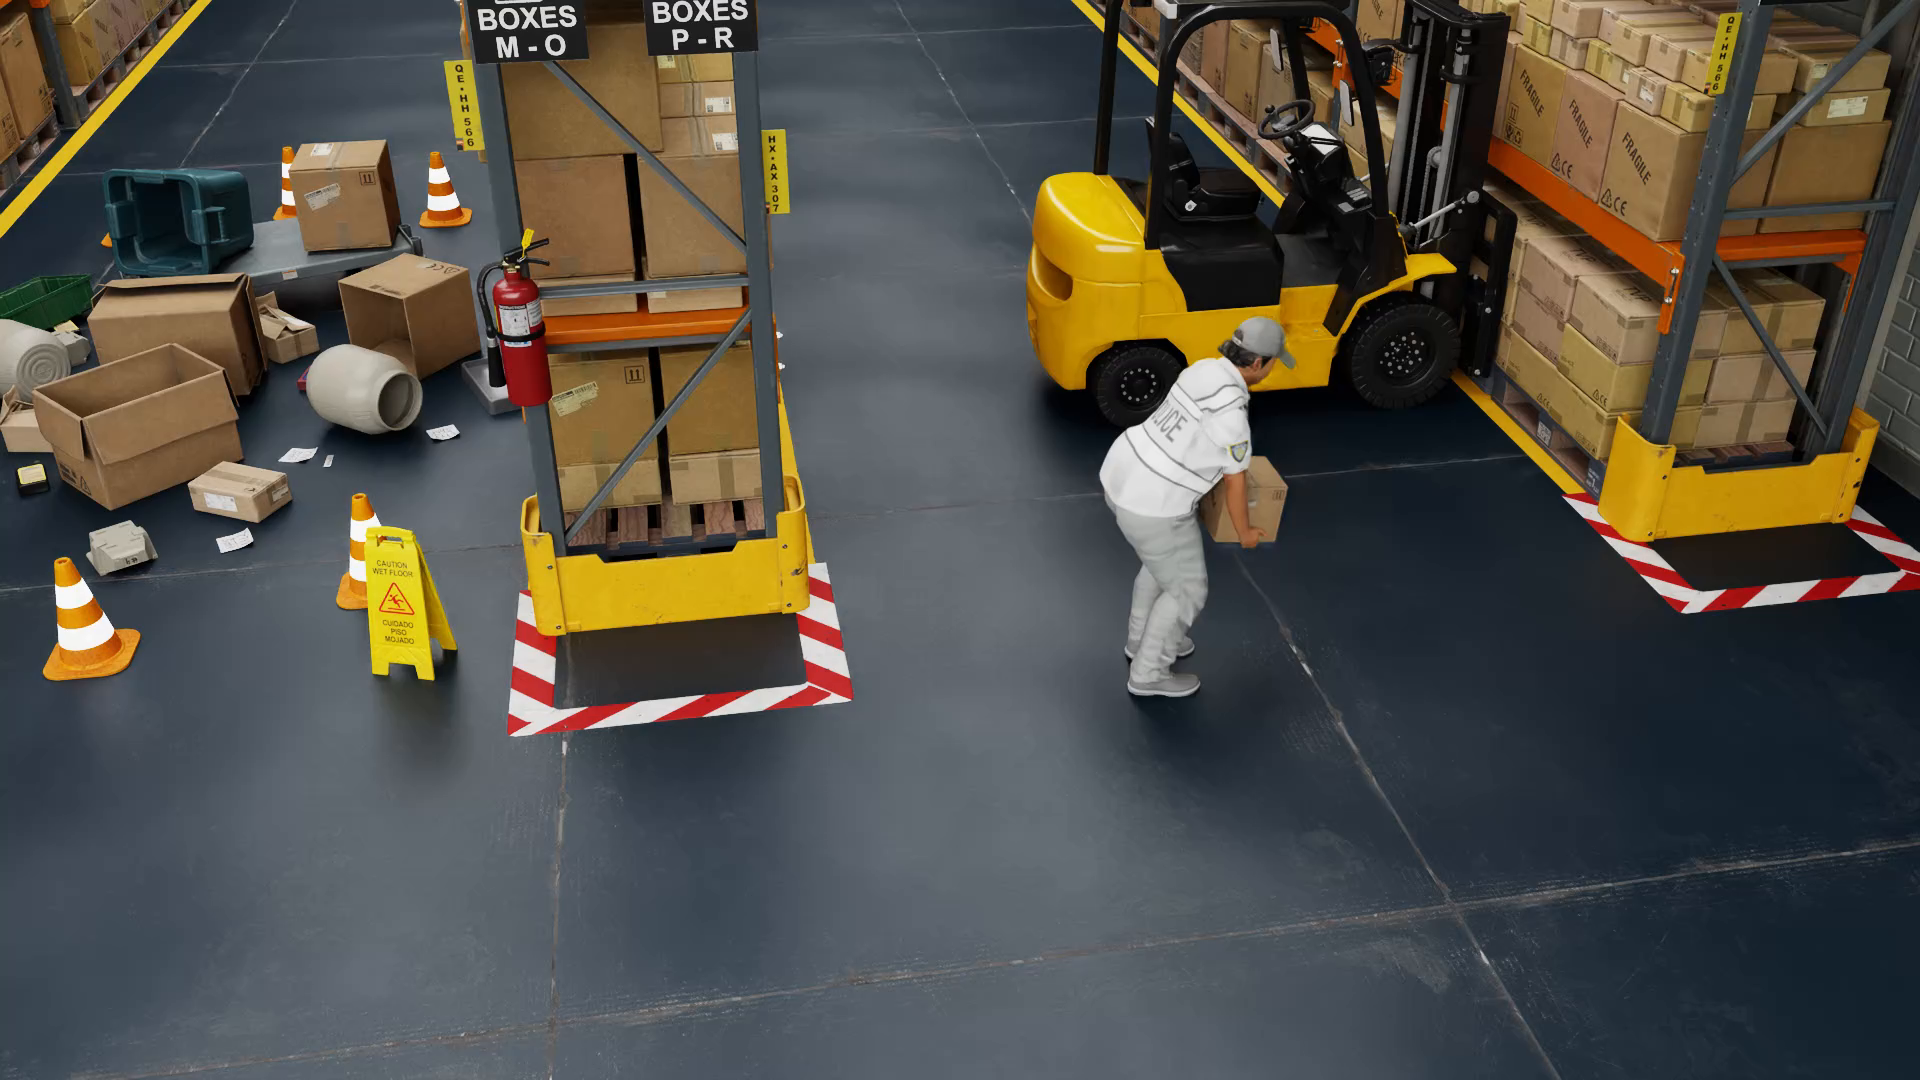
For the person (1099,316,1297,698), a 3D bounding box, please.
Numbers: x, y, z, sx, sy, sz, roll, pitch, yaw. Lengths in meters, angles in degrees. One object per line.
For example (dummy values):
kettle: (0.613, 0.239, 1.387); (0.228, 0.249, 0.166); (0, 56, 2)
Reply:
person: (0.912, -0.132, 6.485); (0.730, 1.536, 0.455); (-6, 31, -10)
